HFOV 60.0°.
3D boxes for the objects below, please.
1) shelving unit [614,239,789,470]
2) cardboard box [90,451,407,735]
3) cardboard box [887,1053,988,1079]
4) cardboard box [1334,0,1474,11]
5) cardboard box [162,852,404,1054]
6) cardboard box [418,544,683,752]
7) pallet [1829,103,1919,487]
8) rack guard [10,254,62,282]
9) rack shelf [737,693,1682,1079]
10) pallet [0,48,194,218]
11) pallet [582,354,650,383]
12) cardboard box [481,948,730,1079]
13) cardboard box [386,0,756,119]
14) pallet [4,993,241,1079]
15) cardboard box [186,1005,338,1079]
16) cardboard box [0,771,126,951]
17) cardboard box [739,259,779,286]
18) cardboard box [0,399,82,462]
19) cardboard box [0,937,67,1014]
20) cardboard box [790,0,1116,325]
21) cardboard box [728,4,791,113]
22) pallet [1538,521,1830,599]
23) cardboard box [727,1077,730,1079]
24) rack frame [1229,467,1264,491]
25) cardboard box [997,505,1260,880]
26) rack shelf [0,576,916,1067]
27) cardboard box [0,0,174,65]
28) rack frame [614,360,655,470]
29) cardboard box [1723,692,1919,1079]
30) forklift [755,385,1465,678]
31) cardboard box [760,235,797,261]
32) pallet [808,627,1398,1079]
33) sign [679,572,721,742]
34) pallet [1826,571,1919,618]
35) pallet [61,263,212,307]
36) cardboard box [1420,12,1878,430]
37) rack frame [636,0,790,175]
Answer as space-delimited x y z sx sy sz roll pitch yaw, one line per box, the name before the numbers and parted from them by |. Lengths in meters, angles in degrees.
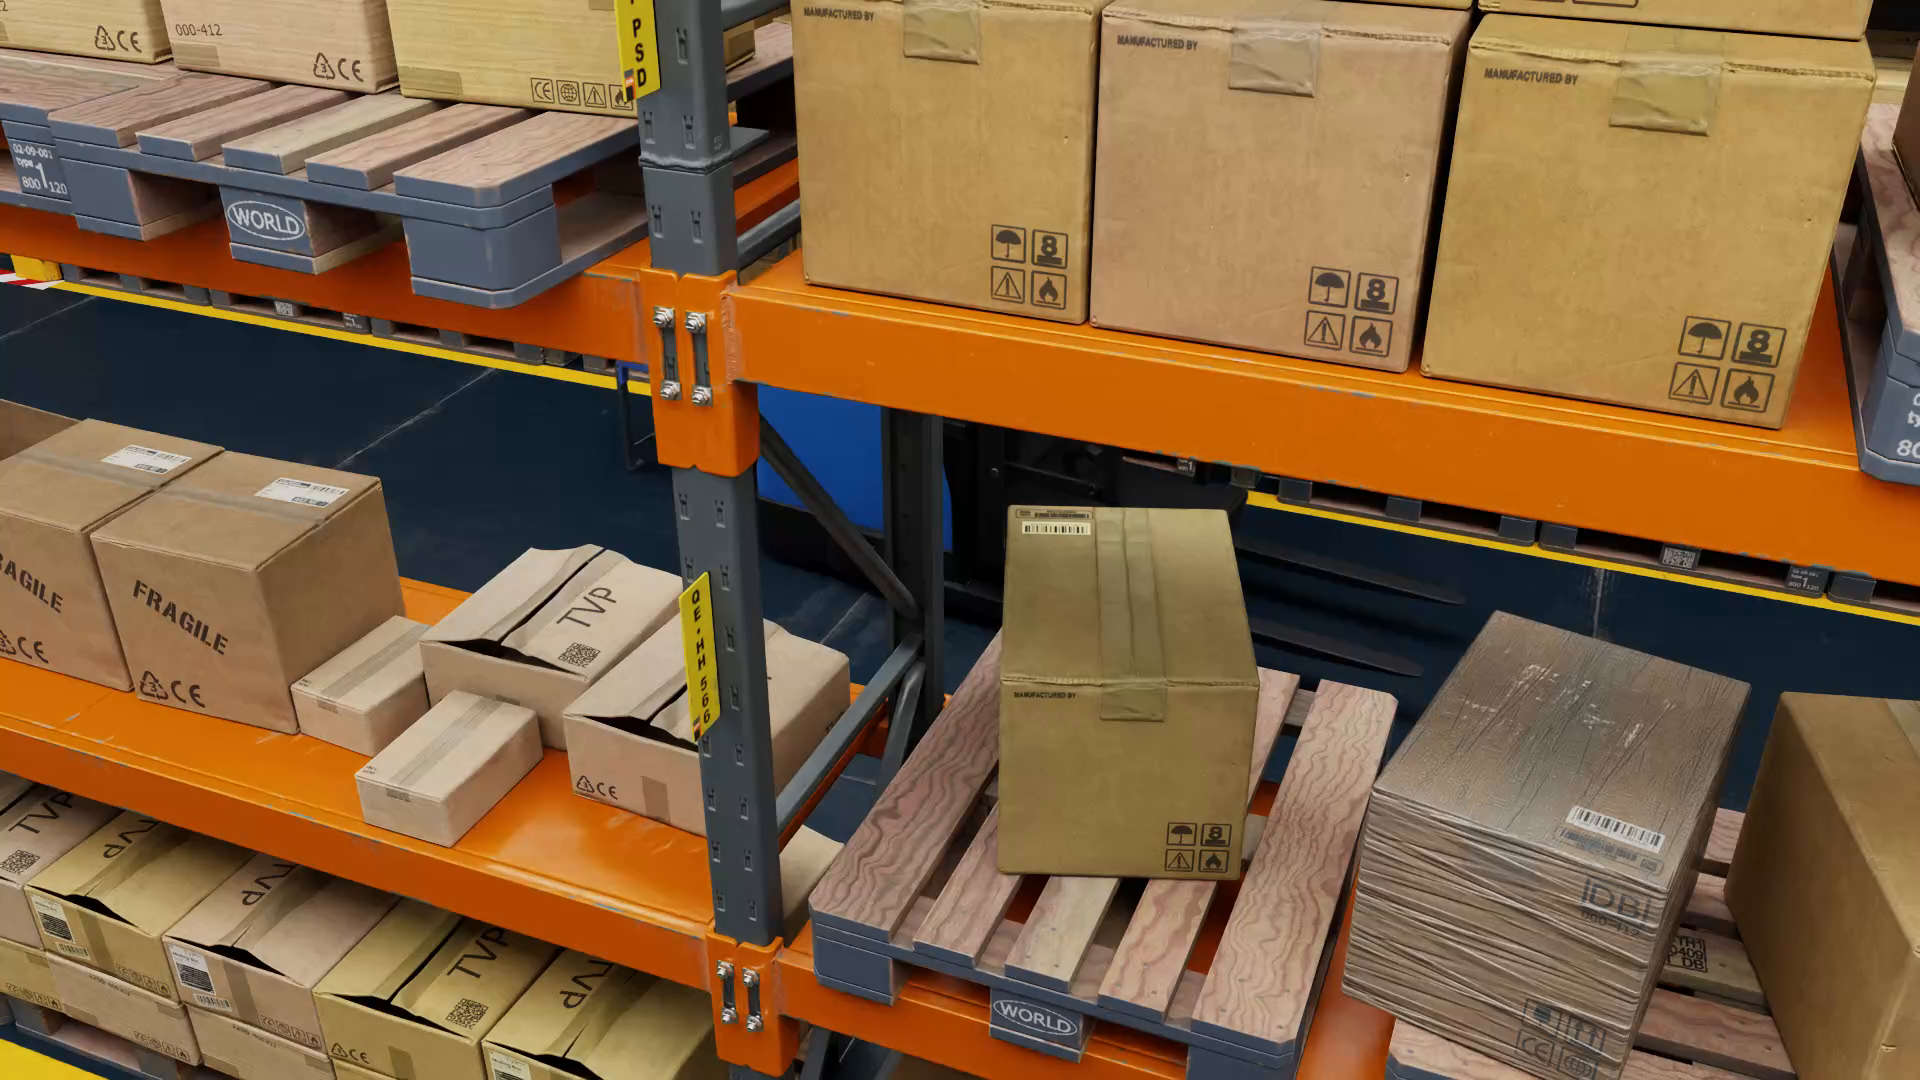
shelving unit | -1.105 -0.991 7.979 1.048 1.500 0.538 16 33 25
cardboard box | -1.844 0.127 4.376 0.500 0.500 0.500 10 31 16
cardboard box | 0.031 1.584 3.992 0.500 0.500 0.500 13 32 21
cardboard box | 0.591 -1.134 2.541 0.500 0.500 0.500 11 31 19
cardboard box | -1.812 1.071 4.605 0.500 0.311 0.500 11 31 19
cardboard box | -1.039 0.258 4.335 0.500 0.311 0.500 11 31 19
pallet | 1.883 -0.354 2.470 1.003 0.211 1.213 11 31 19
rack guard | -5.767 -2.164 11.070 0.348 0.500 1.175 11 31 19
rack shelf | 1.570 1.156 3.387 4.000 0.370 1.077 11 31 19
pallet | -1.983 -1.041 3.686 1.213 0.211 1.003 13 32 21
pallet | -1.409 -1.169 9.603 1.213 0.211 1.003 11 31 19
cardboard box | -0.861 1.259 4.272 0.500 0.311 0.500 12 32 20
cardboard box | -0.725 -1.008 3.163 0.500 0.250 0.500 9 31 15
pallet | -2.158 1.291 5.252 1.213 0.211 1.003 11 31 19
cardboard box | -1.806 1.313 4.746 0.500 0.250 0.500 12 32 20
cardboard box | -2.758 0.883 4.936 0.500 0.311 0.500 10 31 17
cardboard box | -0.945 -1.428 9.322 0.500 0.500 0.700 11 31 18
cardboard box | -2.796 -0.063 4.712 0.500 0.500 0.500 14 32 23
cardboard box | -2.755 1.125 5.079 0.500 0.250 0.500 10 31 18
cardboard box | 0.134 -0.811 2.986 0.500 0.500 0.910 11 31 19
cardboard box | -1.157 -2.545 8.655 0.500 0.500 0.700 15 33 24
pallet | 3.405 -0.166 7.828 1.213 0.211 1.003 11 31 19
cardboard box | -0.862 1.501 4.413 0.500 0.250 0.500 12 32 20
rack frame | 1.576 -1.786 7.862 0.127 3.000 1.000 11 31 19
cardboard box | 0.343 0.312 3.621 0.500 0.500 0.700 1 30 2
rack shelf | -2.136 0.416 4.696 4.000 0.370 1.077 11 31 19
cardboard box | -1.743 -1.208 3.516 0.500 0.250 0.500 11 31 18
rack frame | -1.548 -1.114 8.197 0.032 1.500 0.500 16 33 25
cardboard box | 1.763 0.688 2.956 0.500 0.500 0.700 4 30 6
forklift | 0.610 -1.067 6.660 3.031 2.935 1.130 16 33 25
cardboard box | -1.033 -1.747 9.124 0.500 0.250 0.500 11 31 18
pallet | 0.372 0.650 3.746 1.003 0.211 1.213 11 31 19
sign | -0.489 0.223 3.131 0.005 0.325 0.100 11 31 19
pallet | 4.539 0.059 7.430 1.213 0.211 1.003 11 31 19
pallet | -5.027 -1.872 10.847 1.213 0.211 1.003 11 31 19
cardboard box | 1.088 -0.620 2.649 0.500 0.500 0.910 11 31 19
rack frame | -0.283 -2.138 2.388 0.127 3.000 1.000 11 31 19
